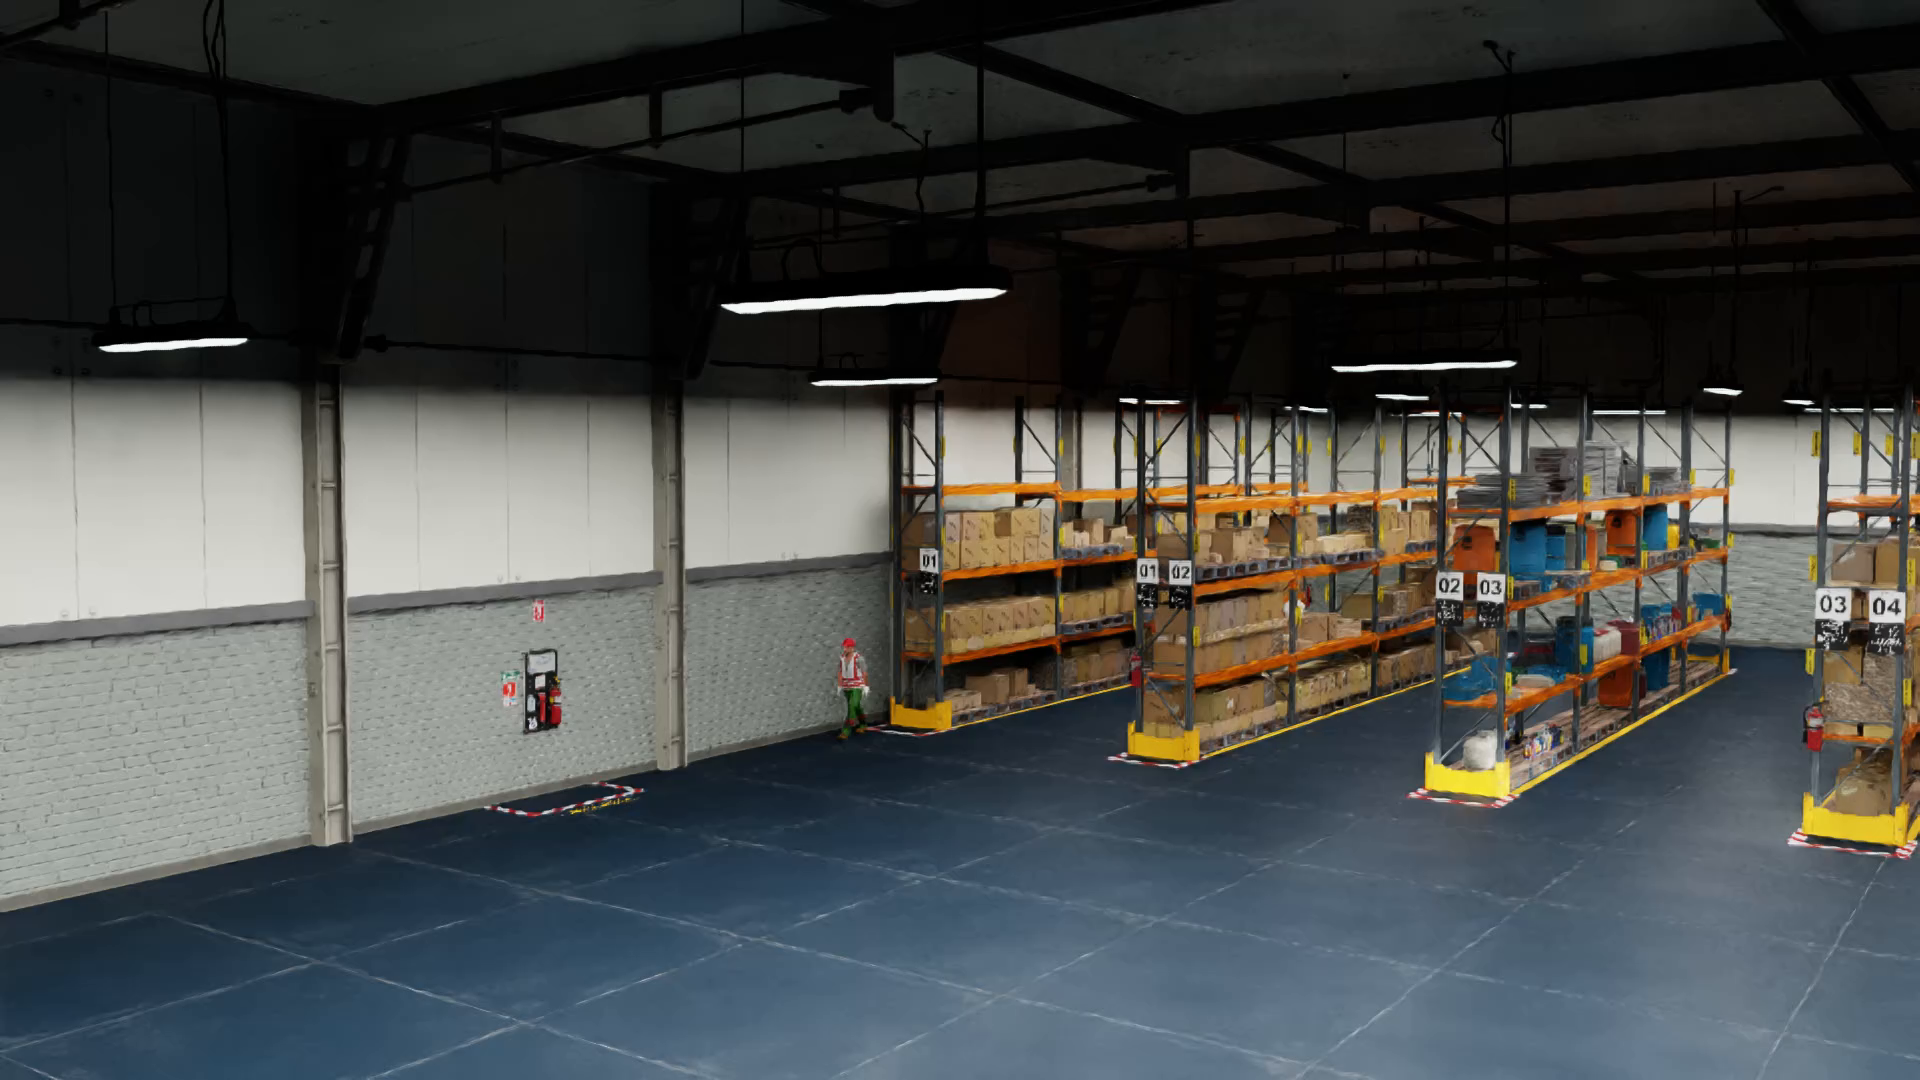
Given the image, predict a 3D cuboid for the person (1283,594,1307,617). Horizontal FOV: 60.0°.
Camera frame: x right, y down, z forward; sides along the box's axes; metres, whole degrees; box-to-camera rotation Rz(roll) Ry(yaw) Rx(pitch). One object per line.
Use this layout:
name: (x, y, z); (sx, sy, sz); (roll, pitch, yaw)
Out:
person: (7.861, 2.002, 39.169); (0.608, 1.611, 0.582); (2, 4, 32)

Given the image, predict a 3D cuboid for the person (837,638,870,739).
person: (-1.887, 2.521, 28.546); (0.557, 1.705, 1.116); (2, 4, 33)
